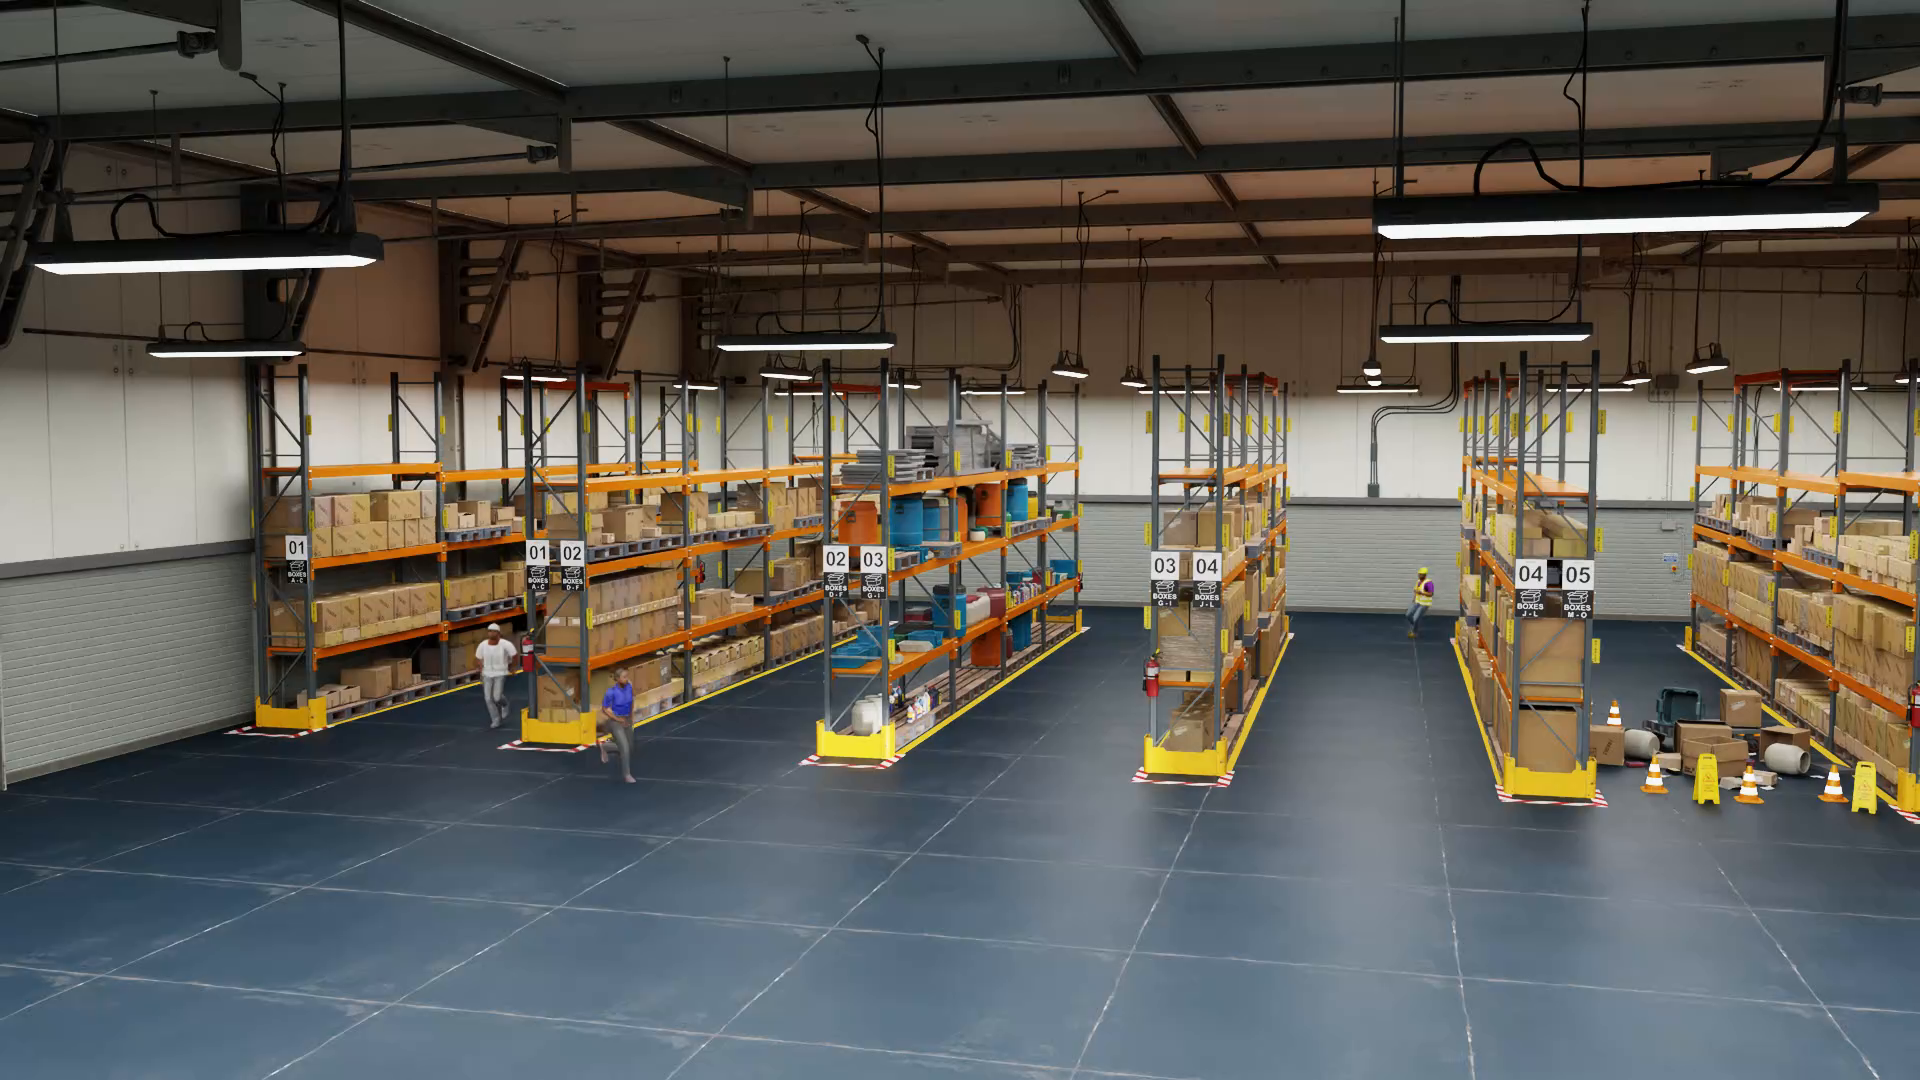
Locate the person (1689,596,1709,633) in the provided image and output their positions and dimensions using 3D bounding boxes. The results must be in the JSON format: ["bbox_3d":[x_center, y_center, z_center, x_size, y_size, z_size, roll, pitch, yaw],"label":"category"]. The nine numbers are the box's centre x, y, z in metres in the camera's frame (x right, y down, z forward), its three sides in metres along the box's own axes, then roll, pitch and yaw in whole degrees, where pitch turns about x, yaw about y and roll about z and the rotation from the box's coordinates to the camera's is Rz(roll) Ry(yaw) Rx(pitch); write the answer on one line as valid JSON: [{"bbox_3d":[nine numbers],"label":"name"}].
[{"bbox_3d":[17.042,1.559,38.088,0.651,1.721,0.626,2,4,25],"label":"person"}]

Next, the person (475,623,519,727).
[{"bbox_3d":[-7.716,2.212,27.572,0.700,1.659,0.582,0,4,1],"label":"person"}]

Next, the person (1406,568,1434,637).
[{"bbox_3d":[10.781,1.475,39.121,0.521,1.675,0.883,-2,4,-22],"label":"person"}]

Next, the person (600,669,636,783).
[{"bbox_3d":[-4.853,2.607,23.476,0.683,1.624,0.599,3,5,35],"label":"person"}]
